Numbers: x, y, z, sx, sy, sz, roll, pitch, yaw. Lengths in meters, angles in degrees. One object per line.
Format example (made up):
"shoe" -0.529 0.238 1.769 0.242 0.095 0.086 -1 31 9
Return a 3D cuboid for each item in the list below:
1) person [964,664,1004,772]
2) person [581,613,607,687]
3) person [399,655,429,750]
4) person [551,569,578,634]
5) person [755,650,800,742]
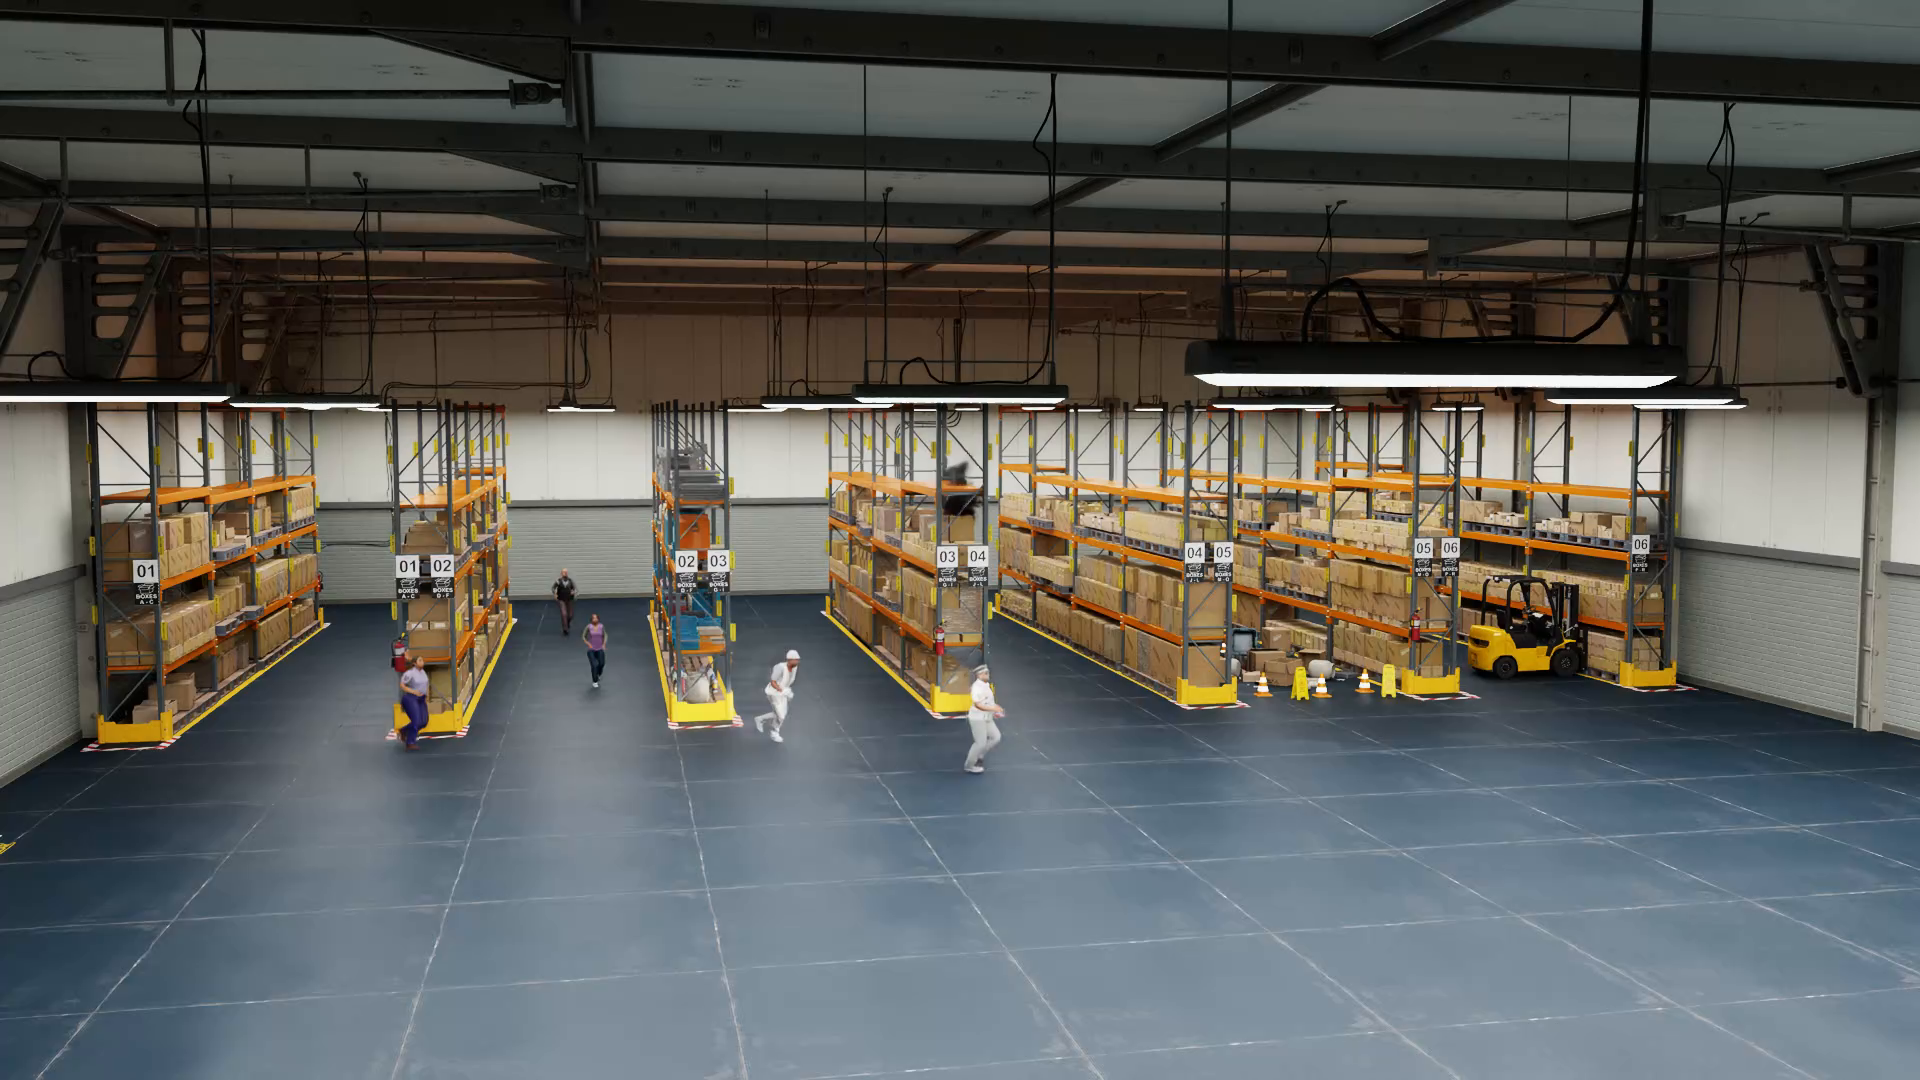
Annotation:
"person" 0.398 2.852 26.544 0.658 1.770 0.684 1 4 17
"person" -7.657 2.312 34.891 0.553 1.563 0.533 -2 5 -22
"person" -9.378 2.785 28.644 0.567 1.599 0.636 2 5 22
"person" -10.338 1.601 43.524 0.669 1.692 0.821 -2 5 -23
"person" -3.192 2.727 29.220 0.936 1.625 0.691 2 5 25
